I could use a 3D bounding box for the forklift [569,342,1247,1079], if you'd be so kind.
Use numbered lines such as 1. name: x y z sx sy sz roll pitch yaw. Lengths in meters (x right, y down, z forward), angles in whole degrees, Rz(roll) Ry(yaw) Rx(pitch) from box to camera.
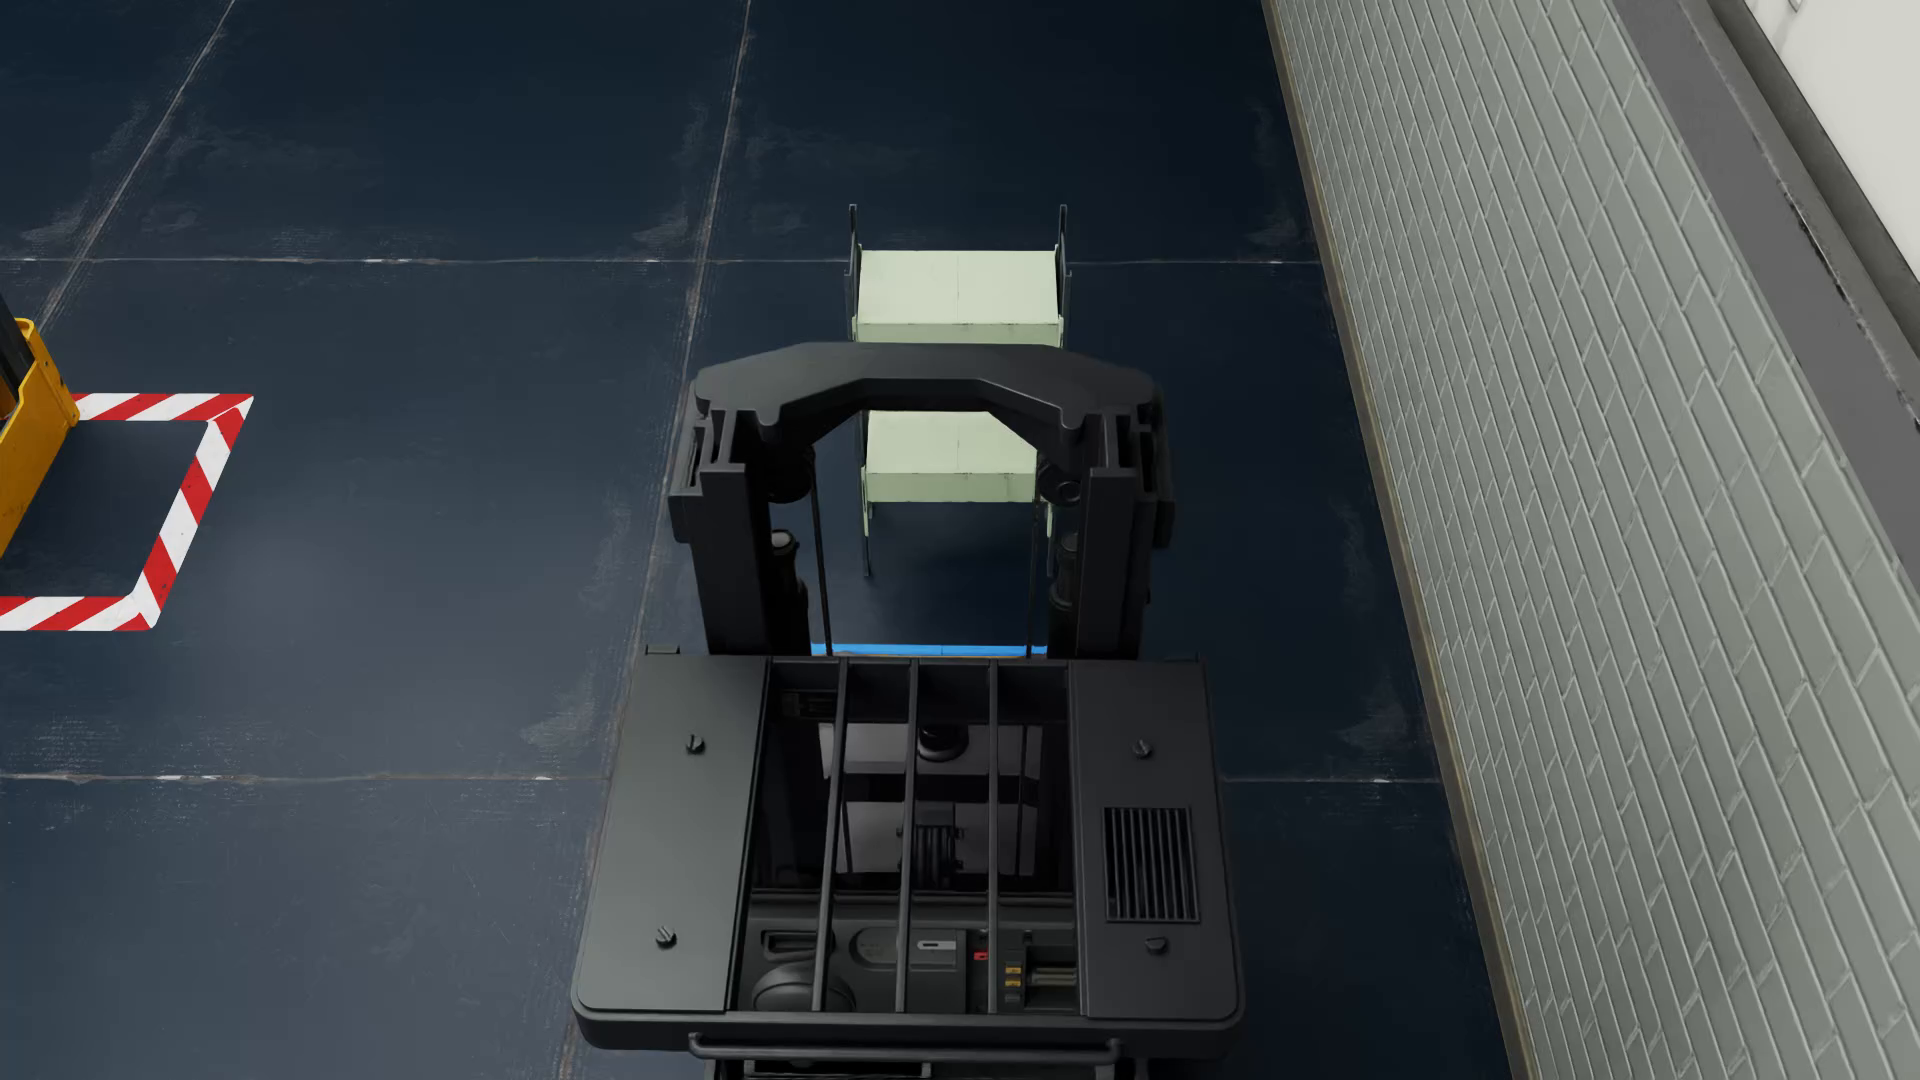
1. forklift: -0.078 1.128 3.697 1.130 2.935 3.031 1 47 1

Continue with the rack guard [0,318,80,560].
1. rack guard: -4.010 -0.324 6.710 0.348 0.500 1.175 0 47 0

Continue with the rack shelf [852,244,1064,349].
1. rack shelf: -0.007 -0.777 5.915 0.720 0.370 0.431 0 47 0

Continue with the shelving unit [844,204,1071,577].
1. shelving unit: -0.007 -0.511 6.201 0.755 1.500 0.431 0 47 0

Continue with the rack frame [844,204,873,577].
1. rack frame: -0.373 -0.512 6.202 0.023 1.500 0.400 0 47 0

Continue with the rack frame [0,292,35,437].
1. rack frame: -3.934 -1.175 5.795 0.127 3.000 1.000 0 47 0

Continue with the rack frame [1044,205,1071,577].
1. rack frame: 0.359 -0.510 6.200 0.023 1.500 0.400 0 47 0

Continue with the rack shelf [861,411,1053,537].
1. rack shelf: -0.007 -0.289 6.440 0.720 0.370 0.431 0 47 0
